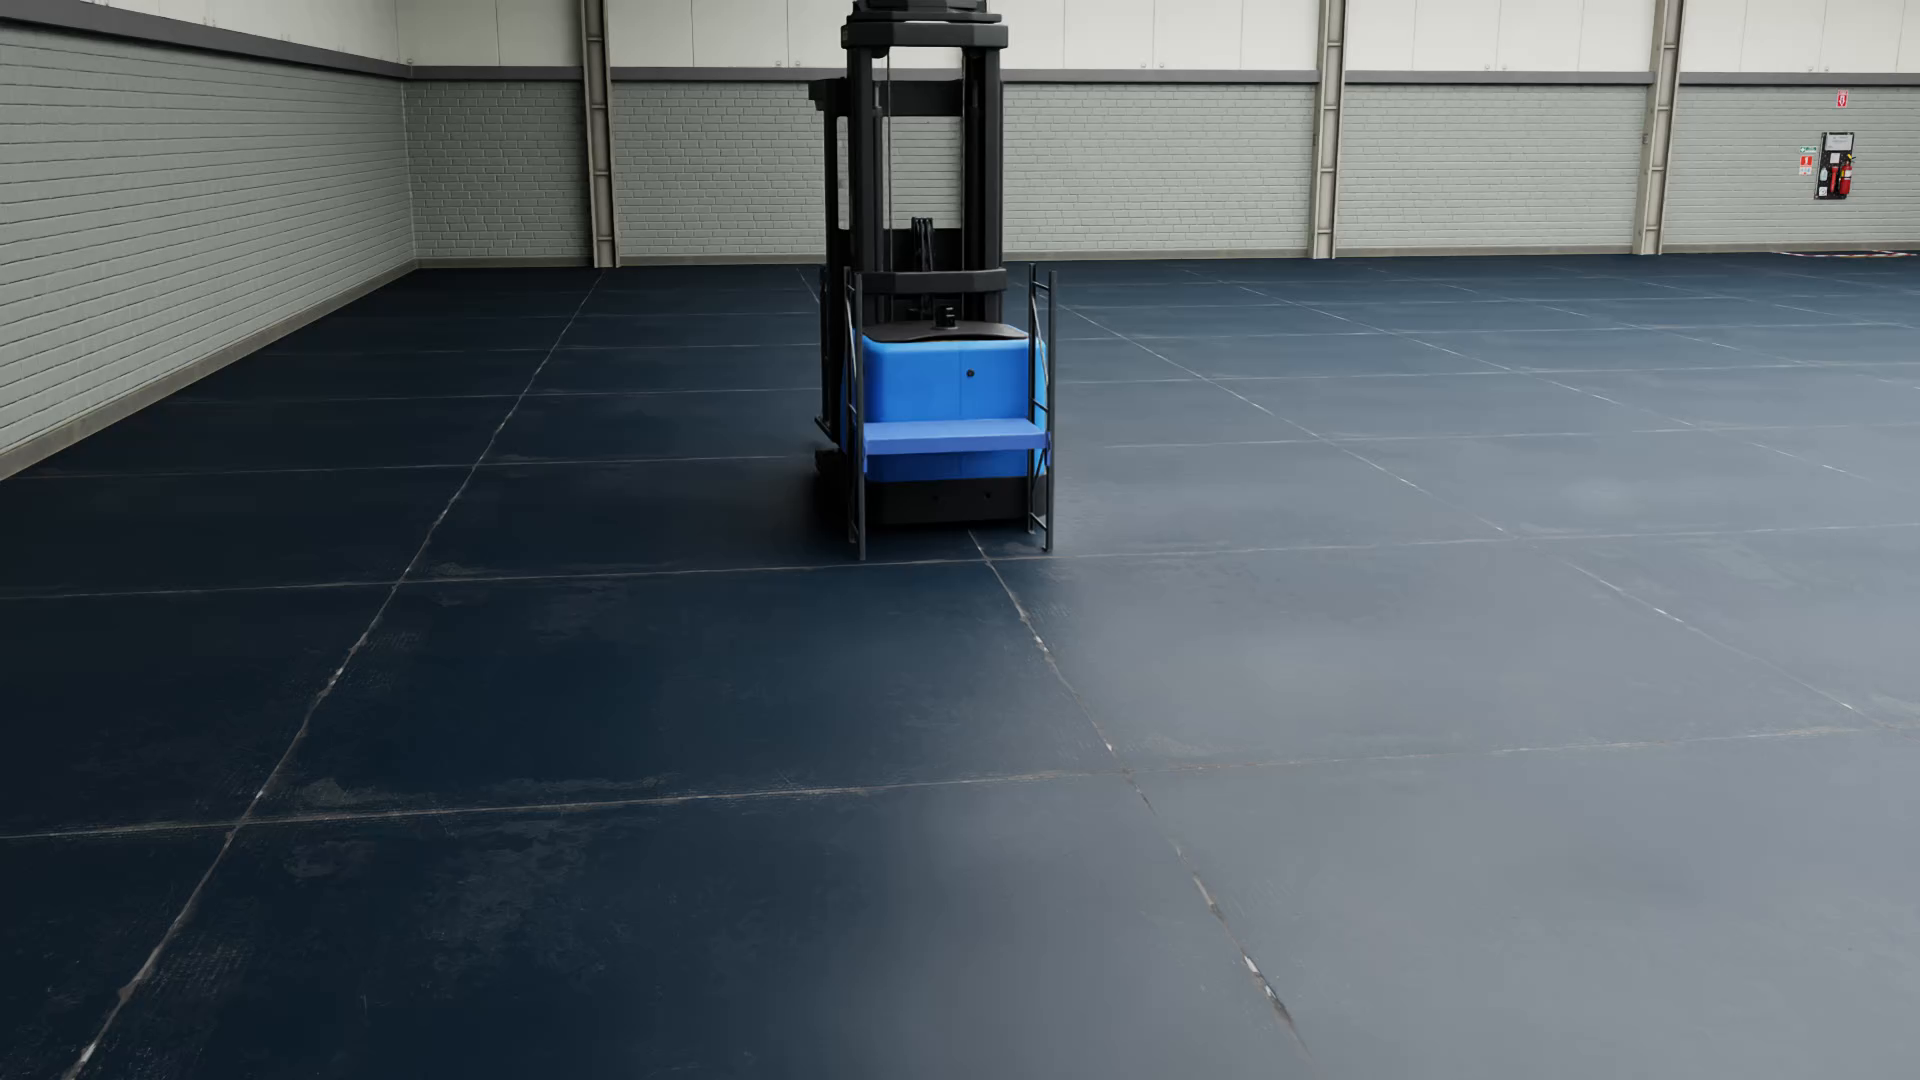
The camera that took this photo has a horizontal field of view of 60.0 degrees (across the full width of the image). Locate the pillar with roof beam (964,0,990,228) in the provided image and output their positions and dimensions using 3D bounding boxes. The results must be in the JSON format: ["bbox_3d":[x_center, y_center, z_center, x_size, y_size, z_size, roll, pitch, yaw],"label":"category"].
[{"bbox_3d":[0.895,-7.947,22.410,0.400,9.000,9.100,-2,14,-8],"label":"pillar with roof beam"}]

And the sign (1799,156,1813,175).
[{"bbox_3d":[15.041,-6.666,29.564,0.234,0.329,0.001,-2,14,-8],"label":"sign"}]

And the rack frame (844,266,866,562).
[{"bbox_3d":[-0.559,-0.673,8.823,0.032,1.500,0.500,-3,14,-10],"label":"rack frame"}]

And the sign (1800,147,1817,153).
[{"bbox_3d":[15.047,-6.921,29.492,0.331,0.109,0.001,-2,14,-8],"label":"sign"}]

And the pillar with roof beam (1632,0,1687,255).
[{"bbox_3d":[12.761,-8.382,24.144,0.400,9.000,9.100,-2,14,-8],"label":"pillar with roof beam"}]

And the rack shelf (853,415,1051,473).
[{"bbox_3d":[-0.060,-0.522,8.958,1.000,0.185,0.538,-3,14,-10],"label":"rack shelf"}]

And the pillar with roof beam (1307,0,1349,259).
[{"bbox_3d":[6.828,-8.164,23.277,0.400,9.000,9.100,-2,14,-8],"label":"pillar with roof beam"}]

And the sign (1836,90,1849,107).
[{"bbox_3d":[15.580,-7.792,29.362,0.199,0.298,0.001,-2,14,-8],"label":"sign"}]

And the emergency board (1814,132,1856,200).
[{"bbox_3d":[15.603,-6.644,29.549,0.643,1.169,0.194,-2,14,-8],"label":"emergency board"}]

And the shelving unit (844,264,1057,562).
[{"bbox_3d":[-0.060,-0.696,8.915,1.048,1.500,0.538,-3,14,-10],"label":"shelving unit"}]

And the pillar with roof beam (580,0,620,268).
[{"bbox_3d":[-5.038,-7.729,21.543,0.400,9.000,9.100,-2,14,-8],"label":"pillar with roof beam"}]

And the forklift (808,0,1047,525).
[{"bbox_3d":[-0.332,-1.816,10.439,1.130,2.935,3.031,-3,14,-12],"label":"forklift"}]

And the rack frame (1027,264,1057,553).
[{"bbox_3d":[0.440,-0.719,9.007,0.032,1.500,0.500,-3,14,-10],"label":"rack frame"}]

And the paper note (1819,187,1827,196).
[{"bbox_3d":[15.418,-6.227,29.697,0.142,0.148,0.016,-2,14,-8],"label":"paper note"}]
